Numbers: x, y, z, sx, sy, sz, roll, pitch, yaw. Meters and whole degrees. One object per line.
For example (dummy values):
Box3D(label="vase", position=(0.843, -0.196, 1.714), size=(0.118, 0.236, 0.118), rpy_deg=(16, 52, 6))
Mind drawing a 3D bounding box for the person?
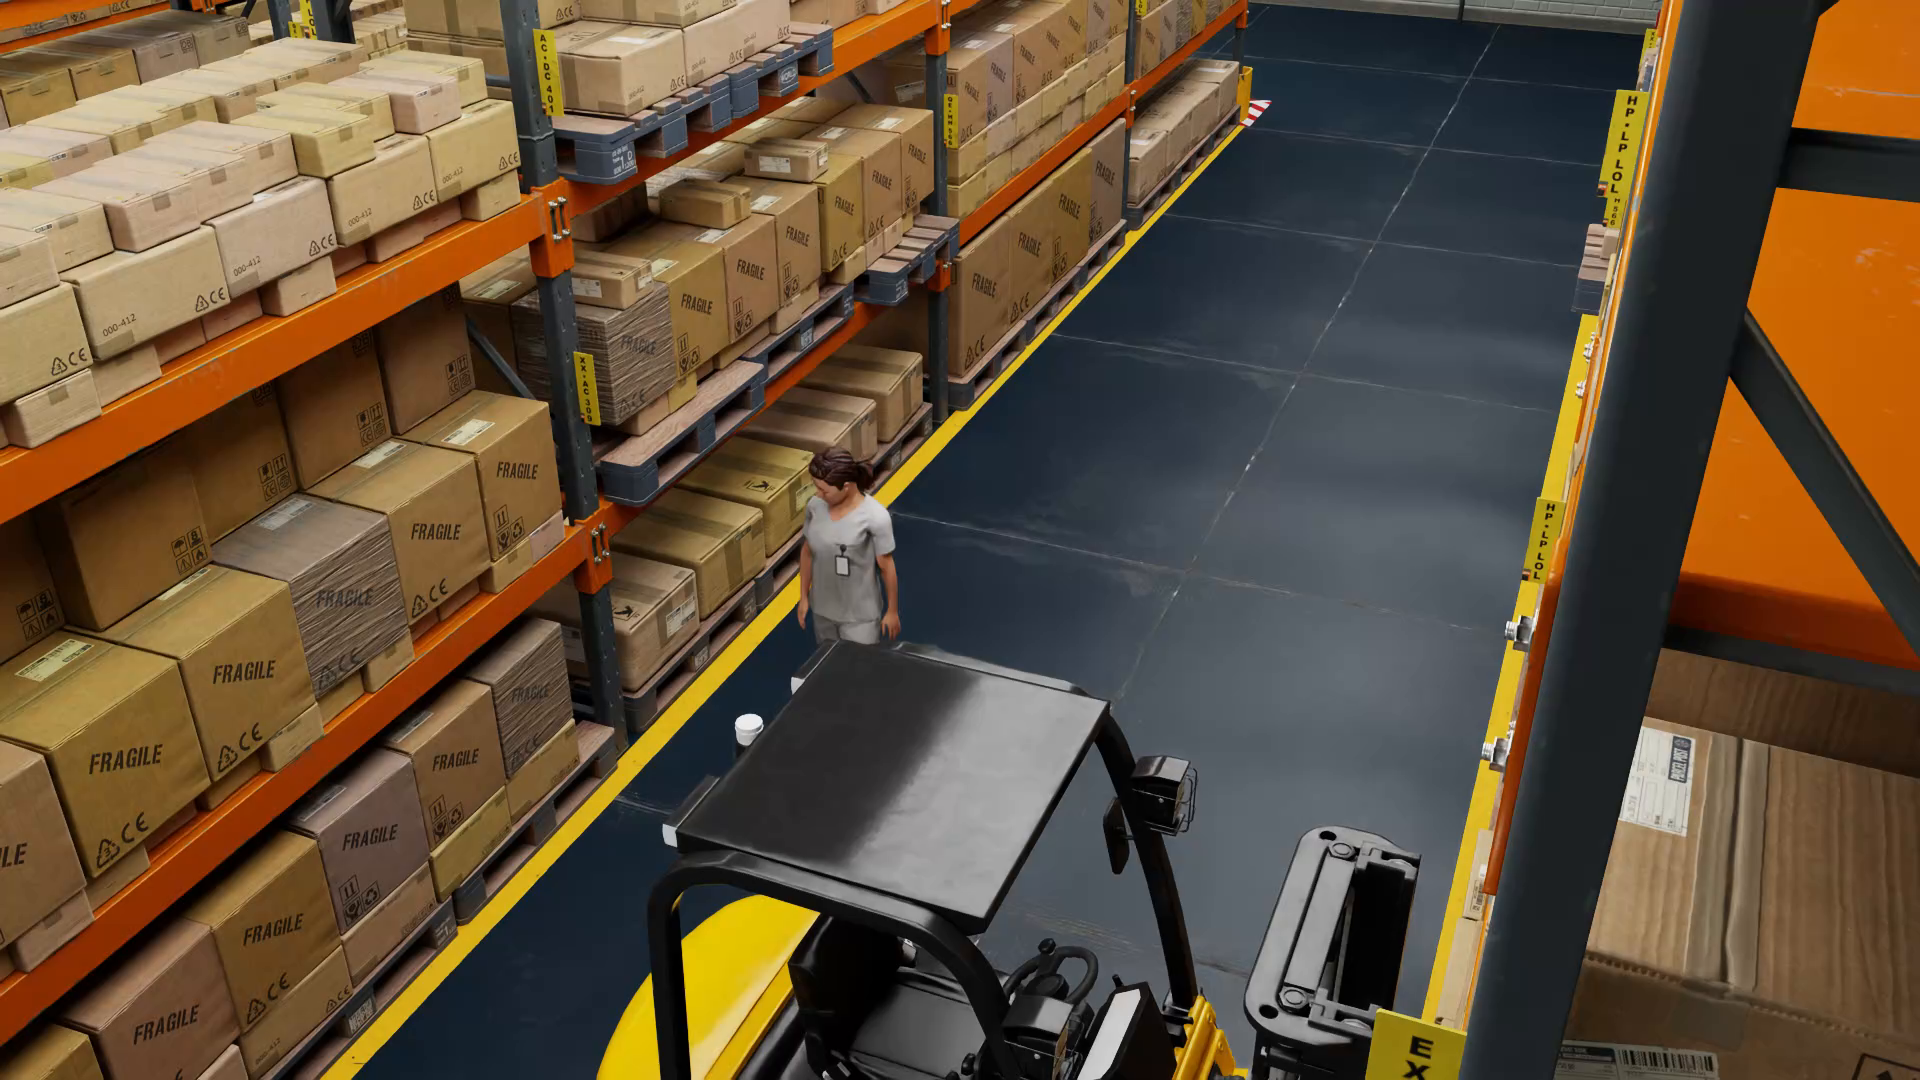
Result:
Box3D(label="person", position=(-0.566, 0.364, 7.454), size=(0.489, 1.663, 0.663), rpy_deg=(16, 33, 25))
